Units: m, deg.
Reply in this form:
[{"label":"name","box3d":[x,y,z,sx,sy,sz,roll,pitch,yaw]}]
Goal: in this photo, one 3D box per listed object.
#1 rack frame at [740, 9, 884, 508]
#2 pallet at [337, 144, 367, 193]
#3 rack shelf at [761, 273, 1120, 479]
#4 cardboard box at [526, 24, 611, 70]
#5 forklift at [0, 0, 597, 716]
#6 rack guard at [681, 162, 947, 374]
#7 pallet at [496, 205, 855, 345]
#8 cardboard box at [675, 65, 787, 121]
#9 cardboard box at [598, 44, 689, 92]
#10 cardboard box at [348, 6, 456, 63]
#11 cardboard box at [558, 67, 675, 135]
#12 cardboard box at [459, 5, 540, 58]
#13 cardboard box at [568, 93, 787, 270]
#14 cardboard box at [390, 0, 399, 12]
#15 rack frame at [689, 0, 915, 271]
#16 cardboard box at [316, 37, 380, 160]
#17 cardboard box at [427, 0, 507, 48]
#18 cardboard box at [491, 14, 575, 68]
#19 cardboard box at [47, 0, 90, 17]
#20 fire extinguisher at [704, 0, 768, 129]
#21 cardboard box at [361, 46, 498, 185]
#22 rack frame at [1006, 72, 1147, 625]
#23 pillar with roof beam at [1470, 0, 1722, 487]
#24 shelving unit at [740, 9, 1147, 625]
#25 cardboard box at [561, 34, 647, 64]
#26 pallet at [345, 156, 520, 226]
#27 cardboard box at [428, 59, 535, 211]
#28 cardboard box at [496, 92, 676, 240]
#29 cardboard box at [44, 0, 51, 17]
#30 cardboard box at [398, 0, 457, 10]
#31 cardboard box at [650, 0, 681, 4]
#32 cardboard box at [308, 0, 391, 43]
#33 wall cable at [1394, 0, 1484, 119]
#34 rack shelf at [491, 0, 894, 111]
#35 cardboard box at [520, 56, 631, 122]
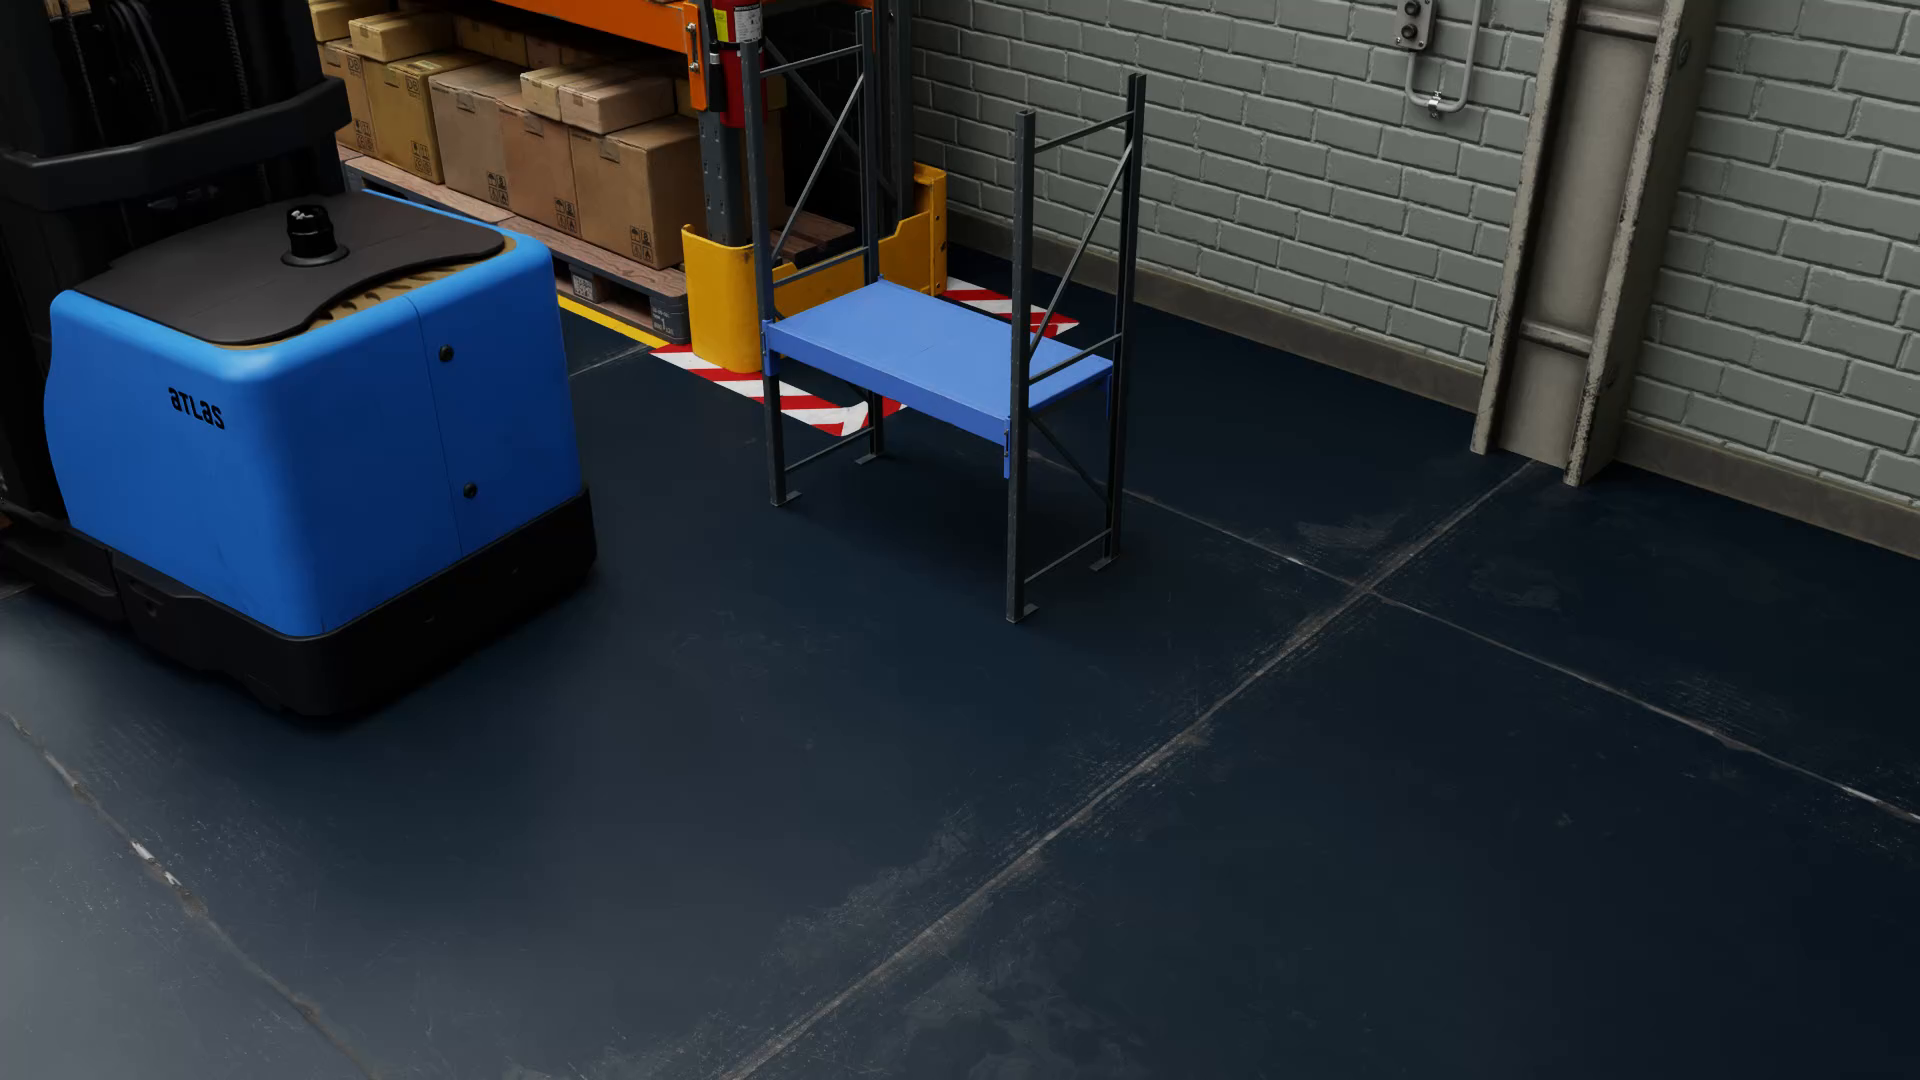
[{"label":"rack frame","box3d":[-0.440,-0.848,5.204,0.032,1.500,0.500,25,39,35]},{"label":"pallet","box3d":[-3.020,-2.087,8.513,1.213,0.211,1.003,25,39,35]},{"label":"rack shelf","box3d":[-0.063,-0.518,5.005,1.000,0.185,0.538,25,39,35]},{"label":"cardboard box","box3d":[-1.675,-2.165,7.325,0.250,0.149,0.380,26,39,36]},{"label":"forklift","box3d":[-2.601,-1.377,4.696,3.031,2.935,1.130,20,36,29]},{"label":"rack guard","box3d":[-0.548,-1.112,6.612,0.348,0.500,1.175,25,39,35]},{"label":"pallet","box3d":[-1.211,-1.243,7.110,1.213,0.211,1.003,25,39,35]},{"label":"cardboard box","box3d":[-0.925,-1.815,6.744,0.250,0.149,0.380,25,39,35]},{"label":"cardboard box","box3d":[-1.301,-1.990,7.035,0.250,0.149,0.380,25,39,35]},{"label":"cardboard box","box3d":[-2.527,-2.295,7.542,0.250,0.149,0.380,24,38,34]},{"label":"cardboard box","box3d":[-1.369,-1.757,6.647,0.250,0.149,0.380,25,39,35]},{"label":"cardboard box","box3d":[-2.053,-2.341,7.618,0.250,0.149,0.380,24,39,34]},{"label":"cardboard box","box3d":[-1.152,-1.504,6.856,0.500,0.500,0.700,25,39,35]},{"label":"cardboard box","box3d":[-3.046,-2.386,8.322,0.500,0.500,0.700,26,39,36]},{"label":"rack frame","box3d":[-0.566,-2.191,5.981,0.127,3.000,1.000,25,39,35]},{"label":"cardboard box","box3d":[-2.675,-2.211,8.031,0.500,0.500,0.700,25,39,35]},{"label":"cardboard box","box3d":[-2.245,-2.430,7.766,0.250,0.149,0.380,25,39,36]},{"label":"cardboard box","box3d":[-1.866,-2.253,7.472,0.250,0.149,0.380,25,39,36]},{"label":"cardboard box","box3d":[-4.762,-3.316,9.527,0.750,0.750,0.750,26,40,36]},{"label":"fire extinguisher","box3d":[-0.763,-1.769,5.717,0.183,0.674,0.296,25,39,35]},{"label":"cardboard box","box3d":[-2.296,-2.033,7.734,0.500,0.500,0.700,26,40,36]},{"label":"rack frame","box3d":[0.314,-0.496,4.620,0.032,1.500,0.500,25,39,35]},{"label":"pillar with roof beam","box3d":[-0.872,-2.511,0.696,0.400,9.000,9.100,25,39,35]},{"label":"shelving unit","box3d":[-0.063,-0.672,4.912,1.048,1.500,0.538,25,39,35]},{"label":"cardboard box","box3d":[-1.486,-2.077,7.179,0.250,0.149,0.380,25,39,35]},{"label":"pallet","box3d":[-2.111,-1.665,7.812,1.213,0.211,1.003,25,39,35]},{"label":"cardboard box","box3d":[-1.896,-1.851,7.433,0.500,0.500,0.700,24,38,34]},{"label":"cardboard box","box3d":[-1.523,-1.677,7.144,0.500,0.500,0.700,25,39,35]},{"label":"cardboard box","box3d":[-5.395,-3.608,10.012,0.750,0.750,0.750,25,39,35]},{"label":"cardboard box","box3d":[-2.432,-2.518,7.911,0.250,0.149,0.380,24,38,34]},{"label":"cardboard box","box3d":[-0.950,-2.492,6.190,0.700,0.700,0.980,27,40,37]},{"label":"cardboard box","box3d":[-2.914,-2.476,7.842,0.250,0.149,0.380,27,40,37]},{"label":"wall cable","box3d":[1.019,-2.545,5.584,1.851,1.984,0.084,25,39,35]},{"label":"rack shelf","box3d":[-2.048,-2.575,7.316,4.000,0.370,1.077,25,39,35]},{"label":"cardboard box","box3d":[-1.559,-1.845,6.793,0.250,0.149,0.380,26,40,36]}]
